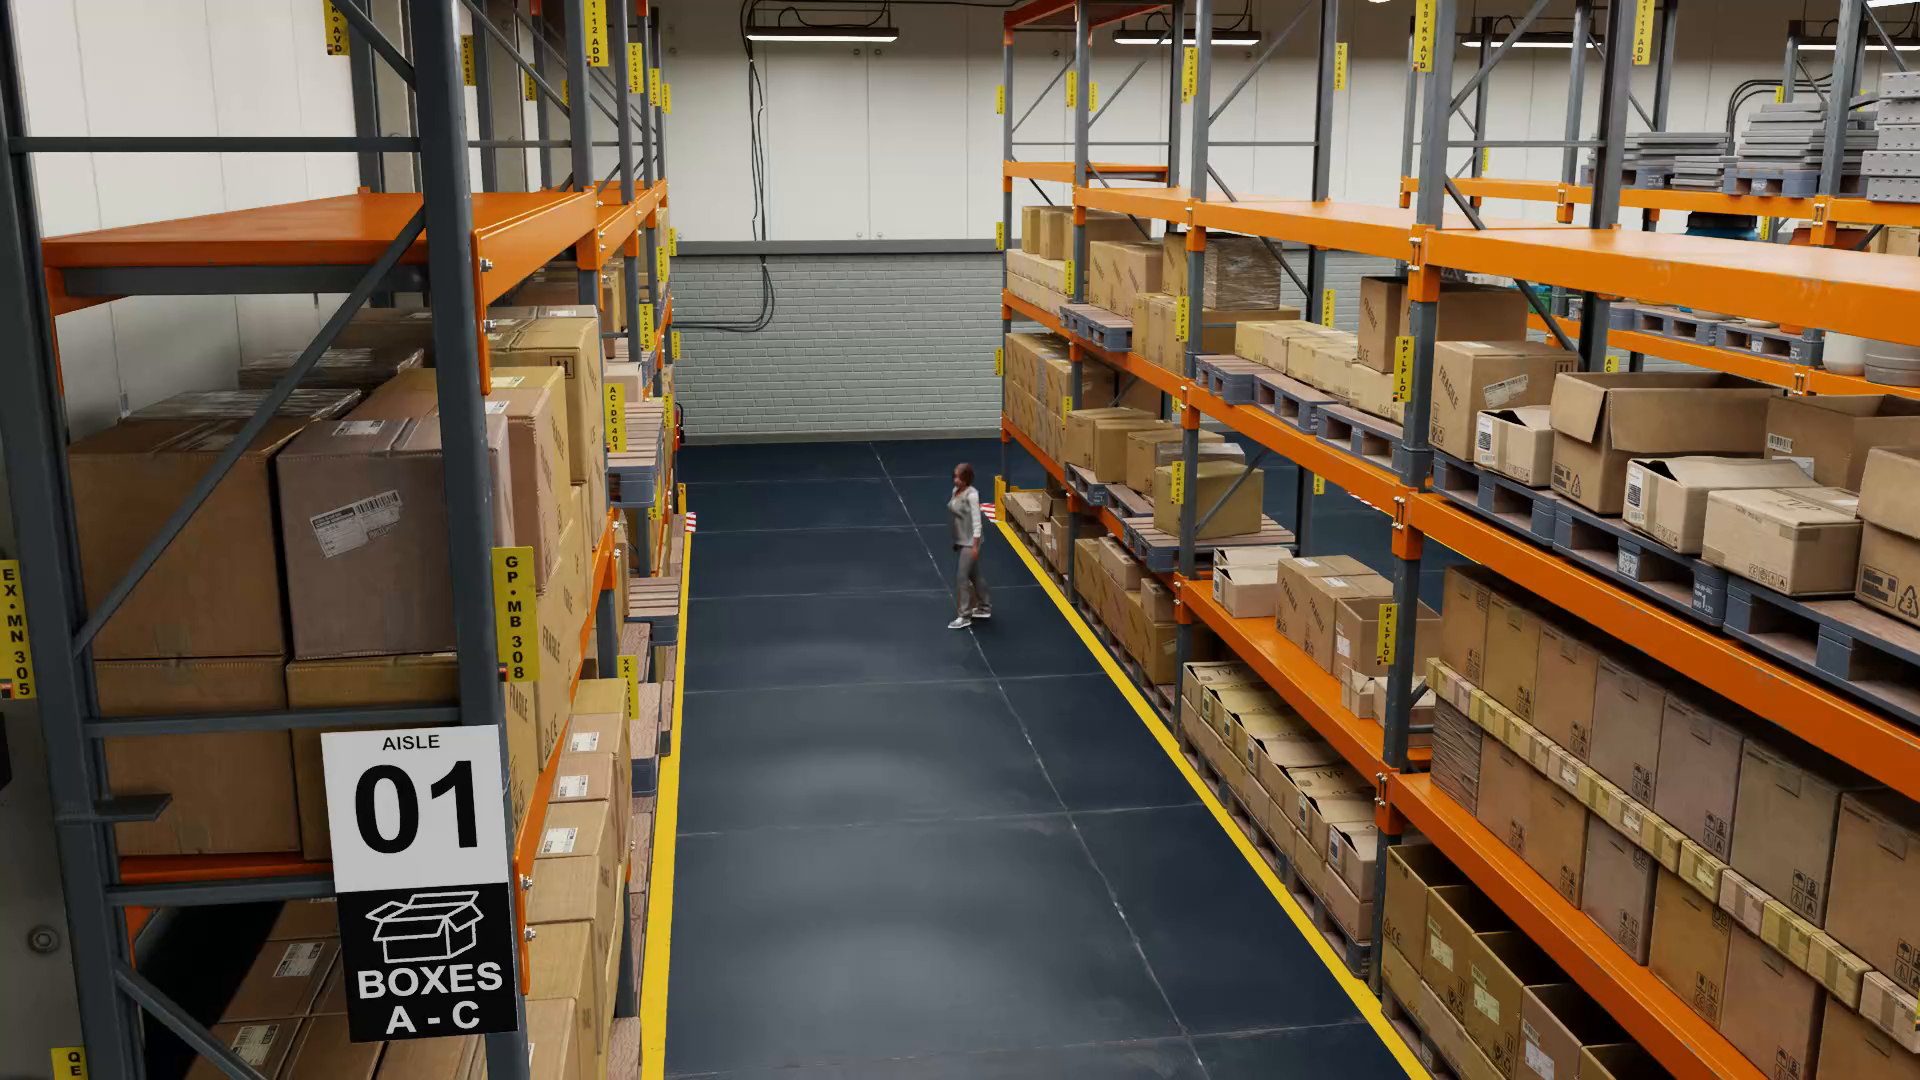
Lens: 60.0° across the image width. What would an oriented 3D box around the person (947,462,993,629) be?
[{"bbox_3d":[0.085,0.035,15.871,0.514,1.594,0.445,-5,14,-20],"label":"person"}]
